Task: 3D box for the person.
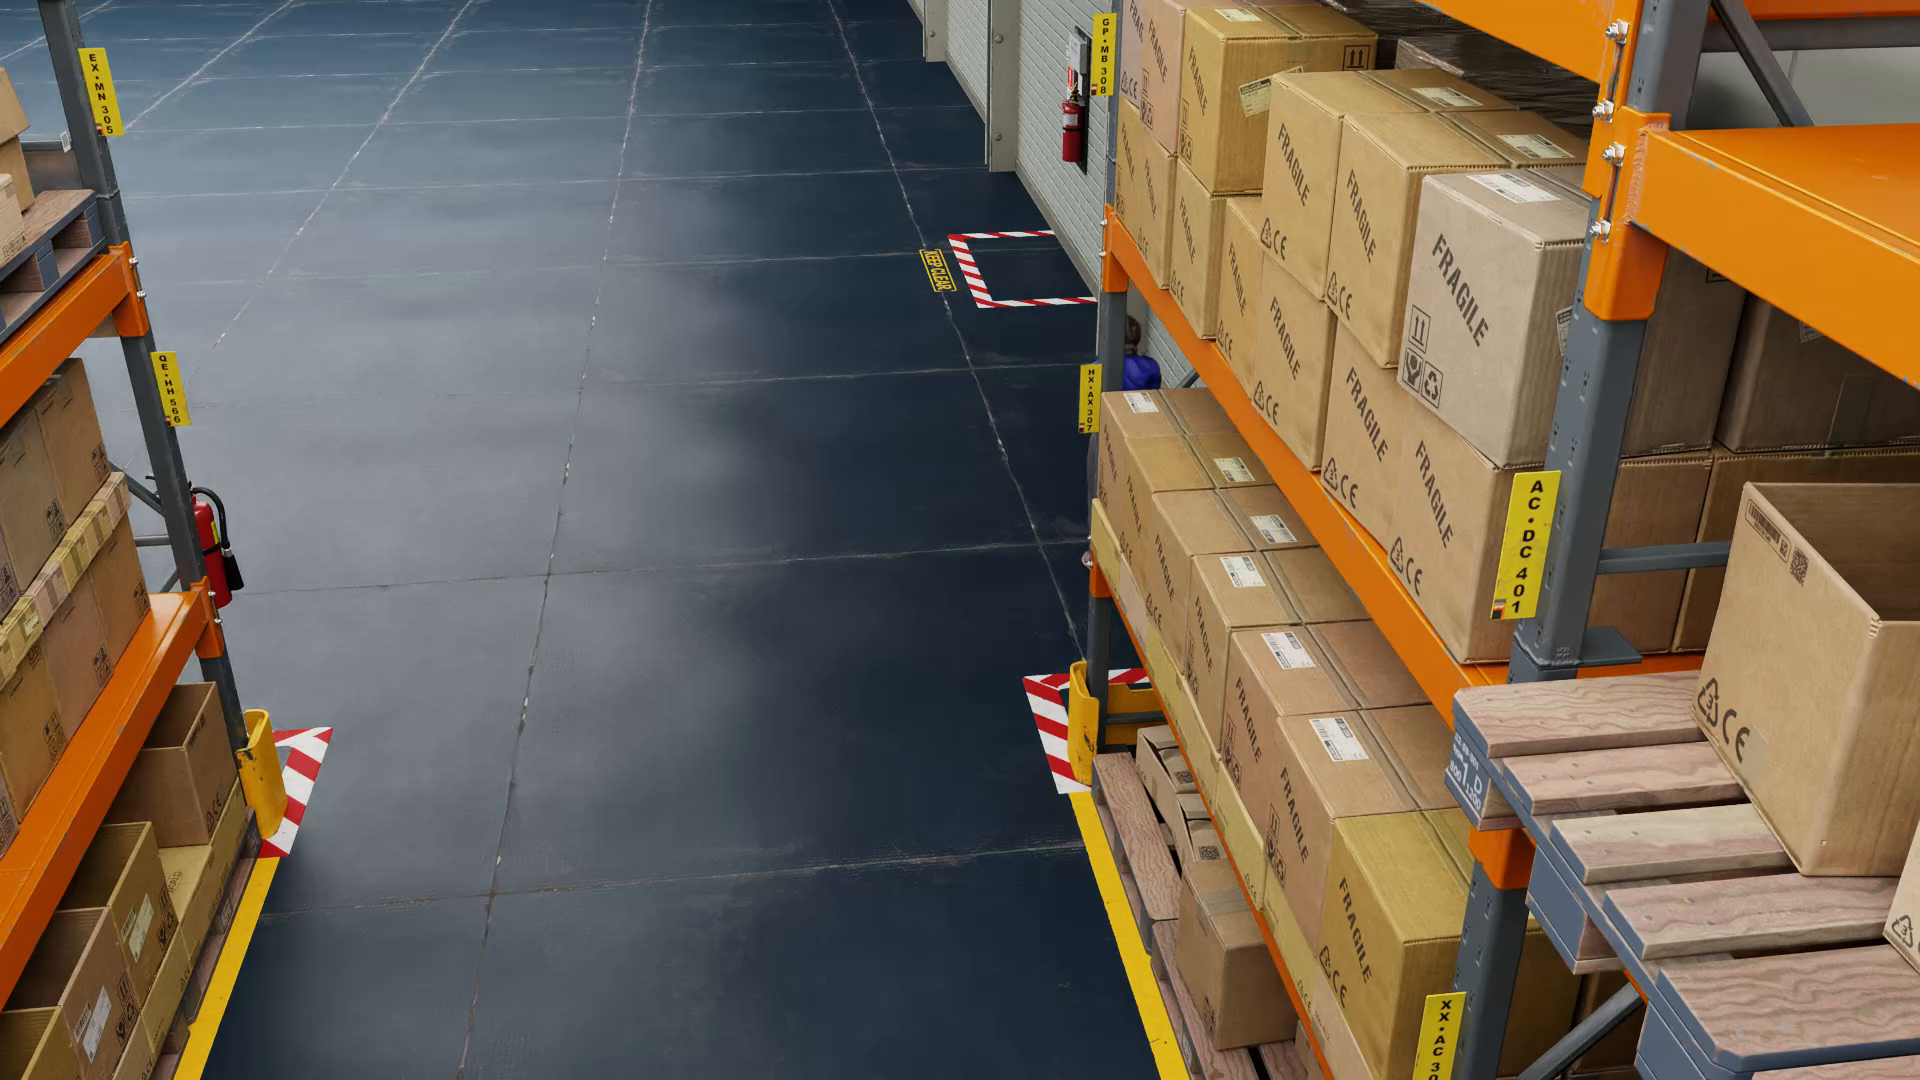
[{"bbox_3d":[0.933,-0.566,9.719,0.517,1.655,0.350,-4,28,-9],"label":"person"}]
